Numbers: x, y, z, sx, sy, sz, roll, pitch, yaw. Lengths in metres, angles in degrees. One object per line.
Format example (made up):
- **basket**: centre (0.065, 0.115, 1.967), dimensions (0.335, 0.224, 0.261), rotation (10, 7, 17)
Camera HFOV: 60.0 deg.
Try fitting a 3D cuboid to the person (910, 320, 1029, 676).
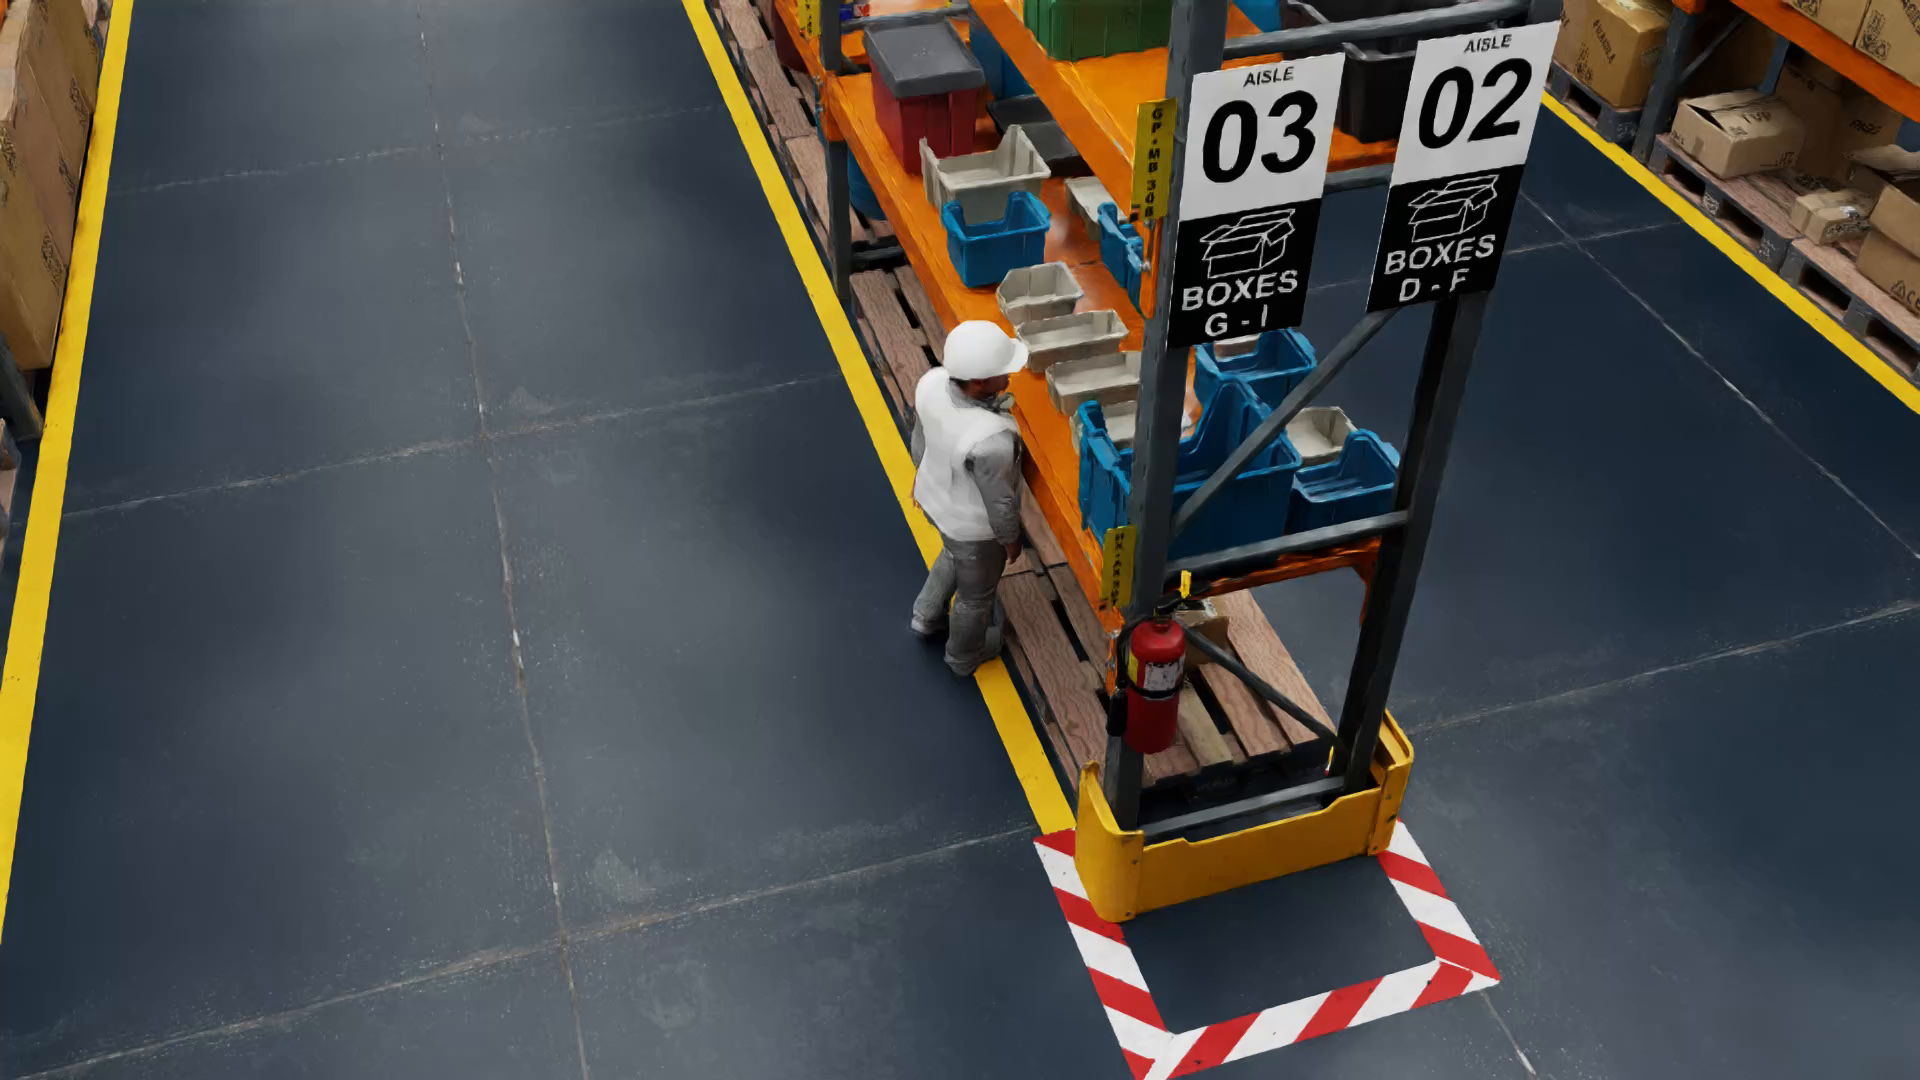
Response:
- **person**: centre (0.040, -0.139, 6.314), dimensions (0.397, 1.811, 0.662), rotation (-23, 47, -23)
